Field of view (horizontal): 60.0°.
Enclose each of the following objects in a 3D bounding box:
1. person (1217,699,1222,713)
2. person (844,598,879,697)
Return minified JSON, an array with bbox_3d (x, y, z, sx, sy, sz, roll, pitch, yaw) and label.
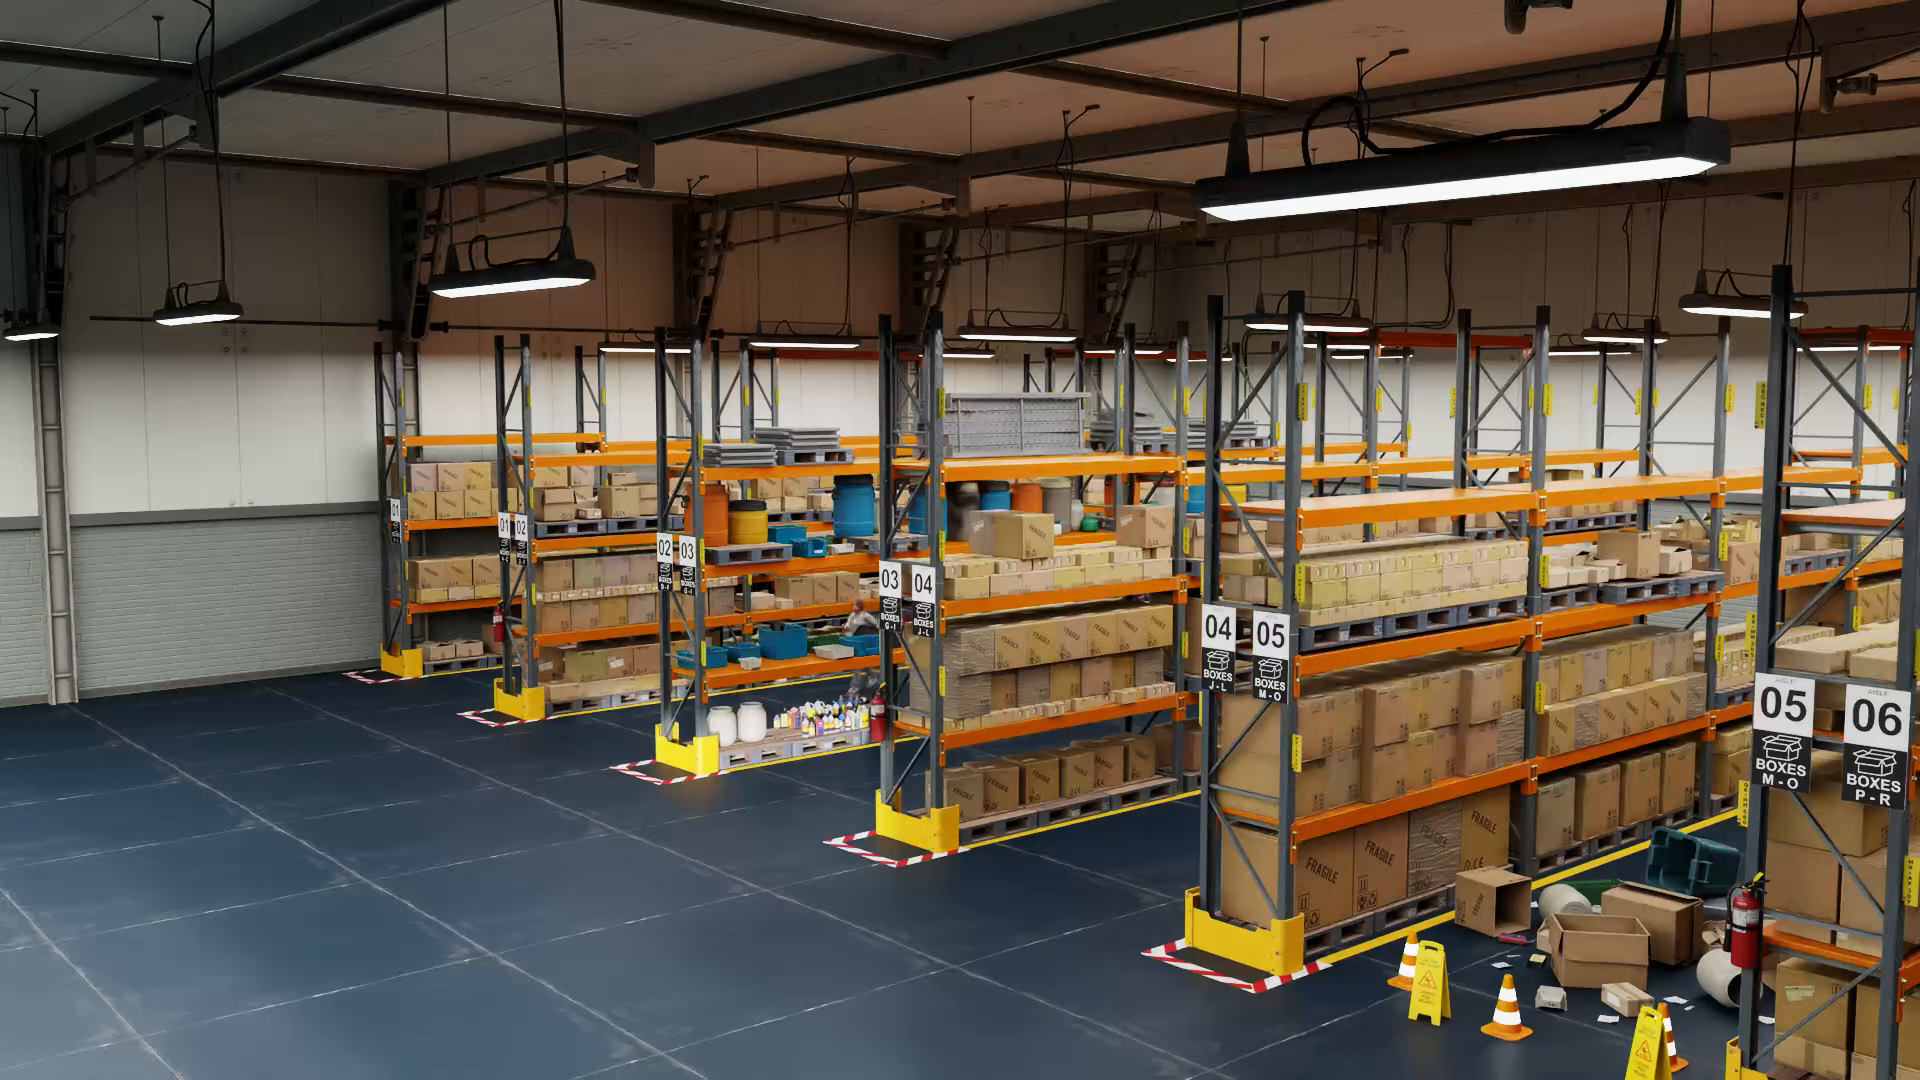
[{"bbox_3d":[3.870,2.054,25.251,0.765,1.621,0.566,-4,6,-35],"label":"person"},{"bbox_3d":[-1.672,1.788,28.144,0.502,1.625,0.823,5,7,41],"label":"person"}]
